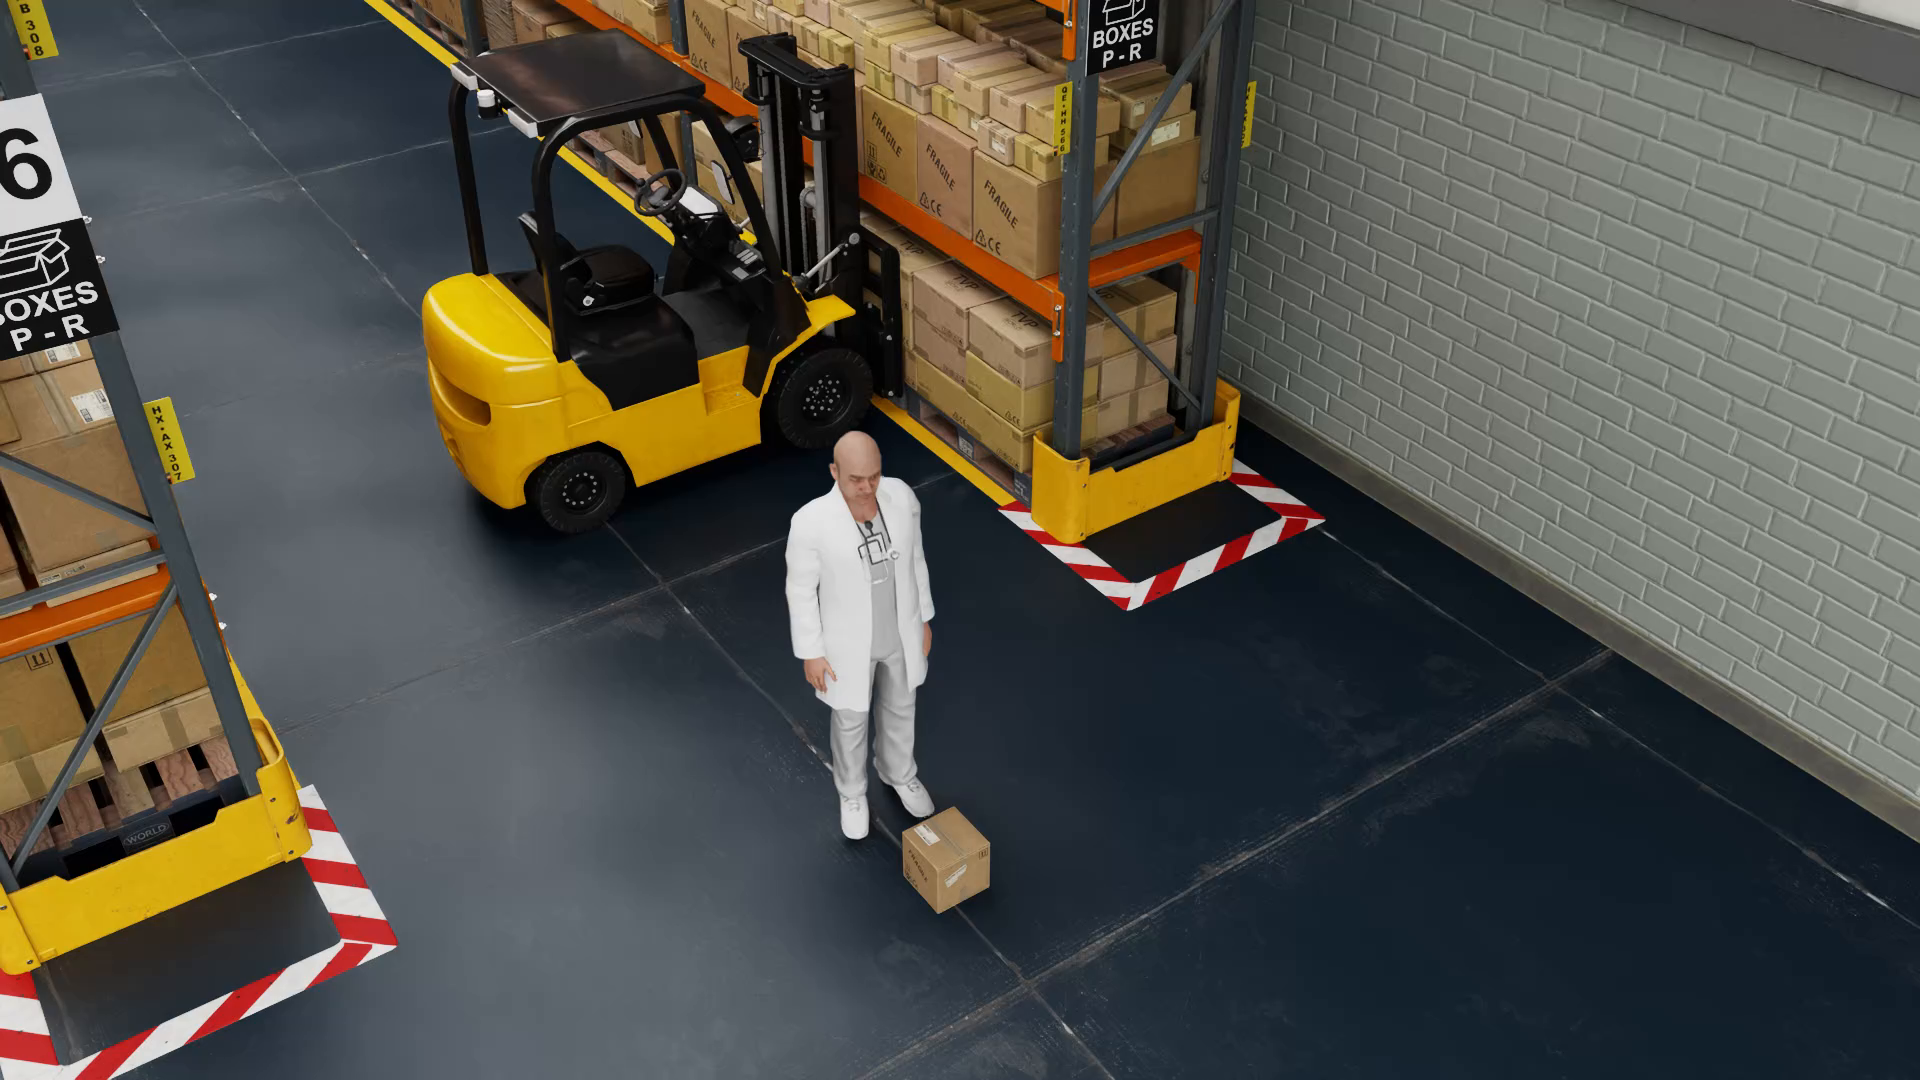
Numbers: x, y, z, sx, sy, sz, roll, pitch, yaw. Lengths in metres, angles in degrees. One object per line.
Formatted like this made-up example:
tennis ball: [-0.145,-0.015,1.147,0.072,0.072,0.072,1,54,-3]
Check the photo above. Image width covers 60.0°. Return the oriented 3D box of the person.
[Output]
person: [-0.355,0.387,6.438,0.588,1.782,0.386,-19,40,-24]
